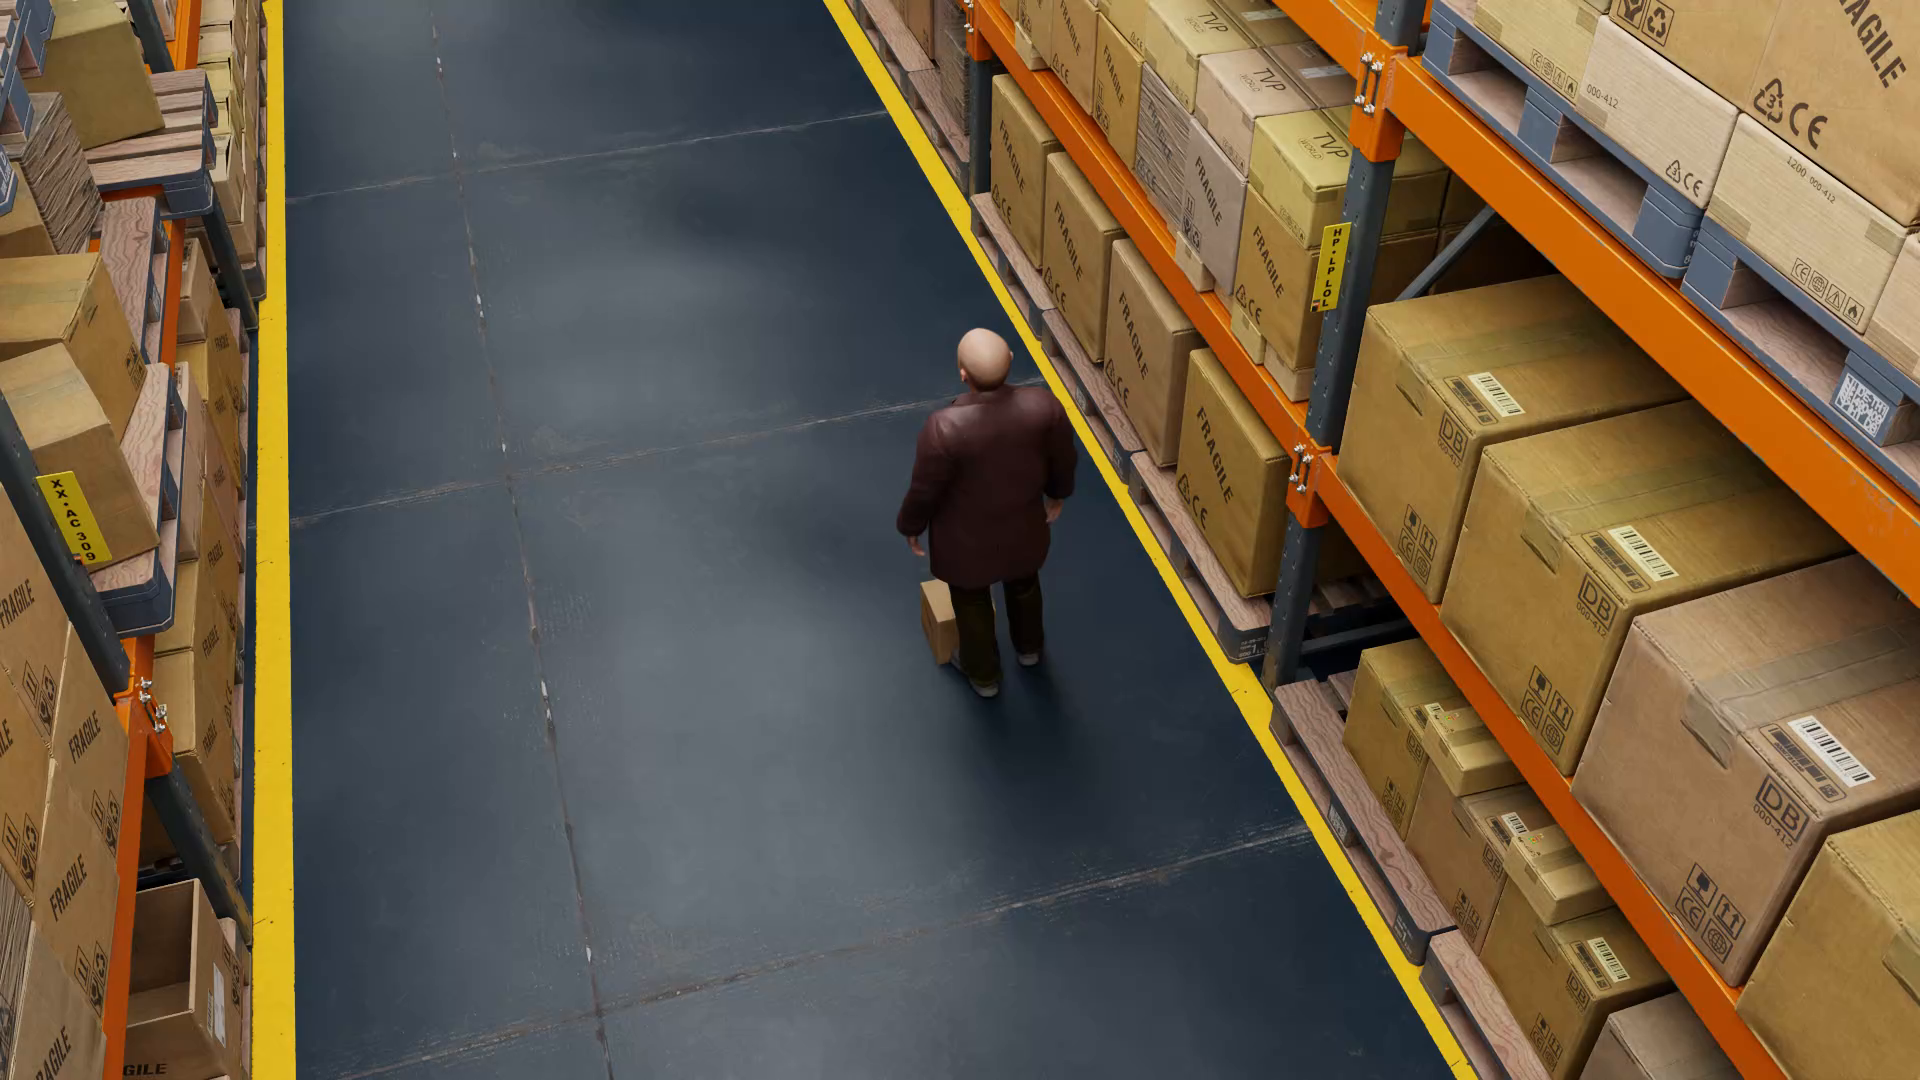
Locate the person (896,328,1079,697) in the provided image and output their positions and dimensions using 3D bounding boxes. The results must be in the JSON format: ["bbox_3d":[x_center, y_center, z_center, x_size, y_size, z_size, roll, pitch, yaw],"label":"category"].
[{"bbox_3d":[0.076,-0.141,6.316,0.693,1.776,0.582,-11,43,-13],"label":"person"}]
